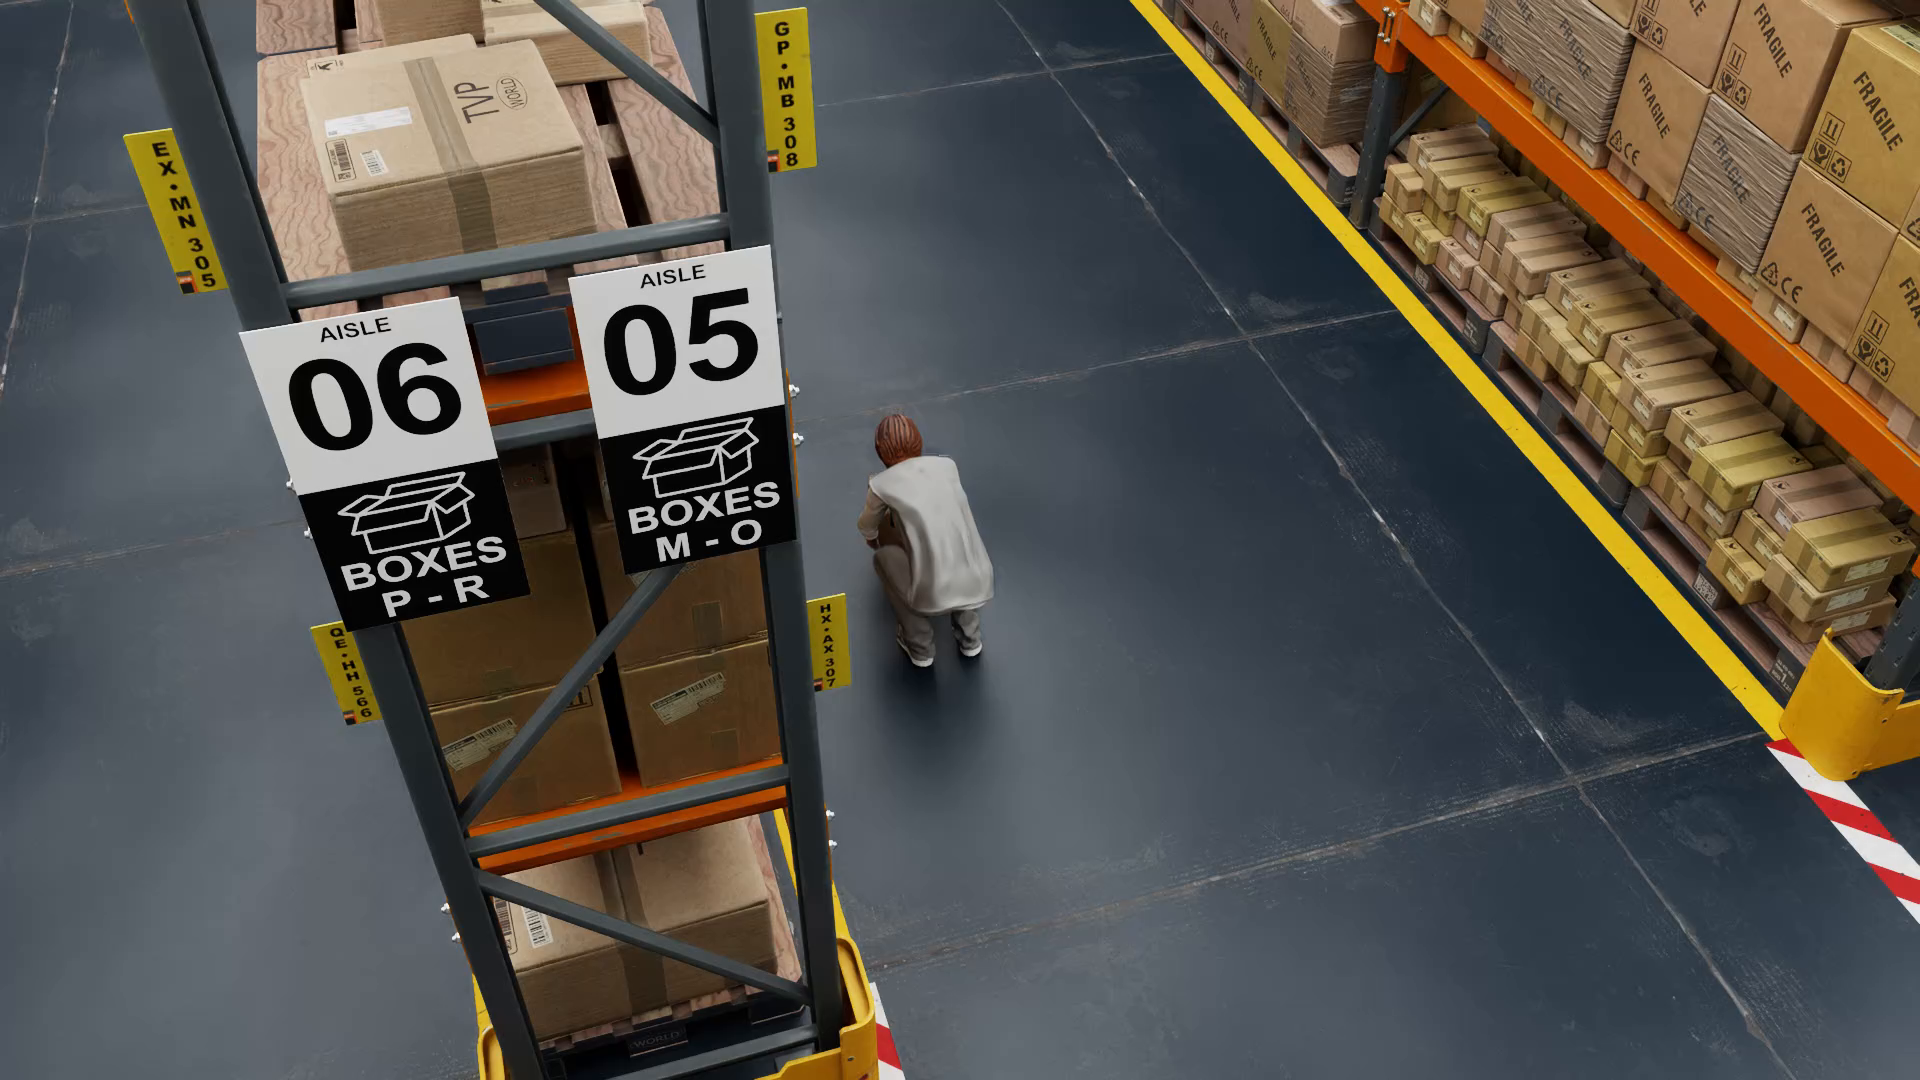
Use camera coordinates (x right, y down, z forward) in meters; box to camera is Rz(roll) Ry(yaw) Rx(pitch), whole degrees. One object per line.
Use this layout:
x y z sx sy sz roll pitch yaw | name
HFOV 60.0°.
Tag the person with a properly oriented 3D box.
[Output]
-0.137 0.030 6.647 0.447 0.907 0.807 -12 44 -13 | person
